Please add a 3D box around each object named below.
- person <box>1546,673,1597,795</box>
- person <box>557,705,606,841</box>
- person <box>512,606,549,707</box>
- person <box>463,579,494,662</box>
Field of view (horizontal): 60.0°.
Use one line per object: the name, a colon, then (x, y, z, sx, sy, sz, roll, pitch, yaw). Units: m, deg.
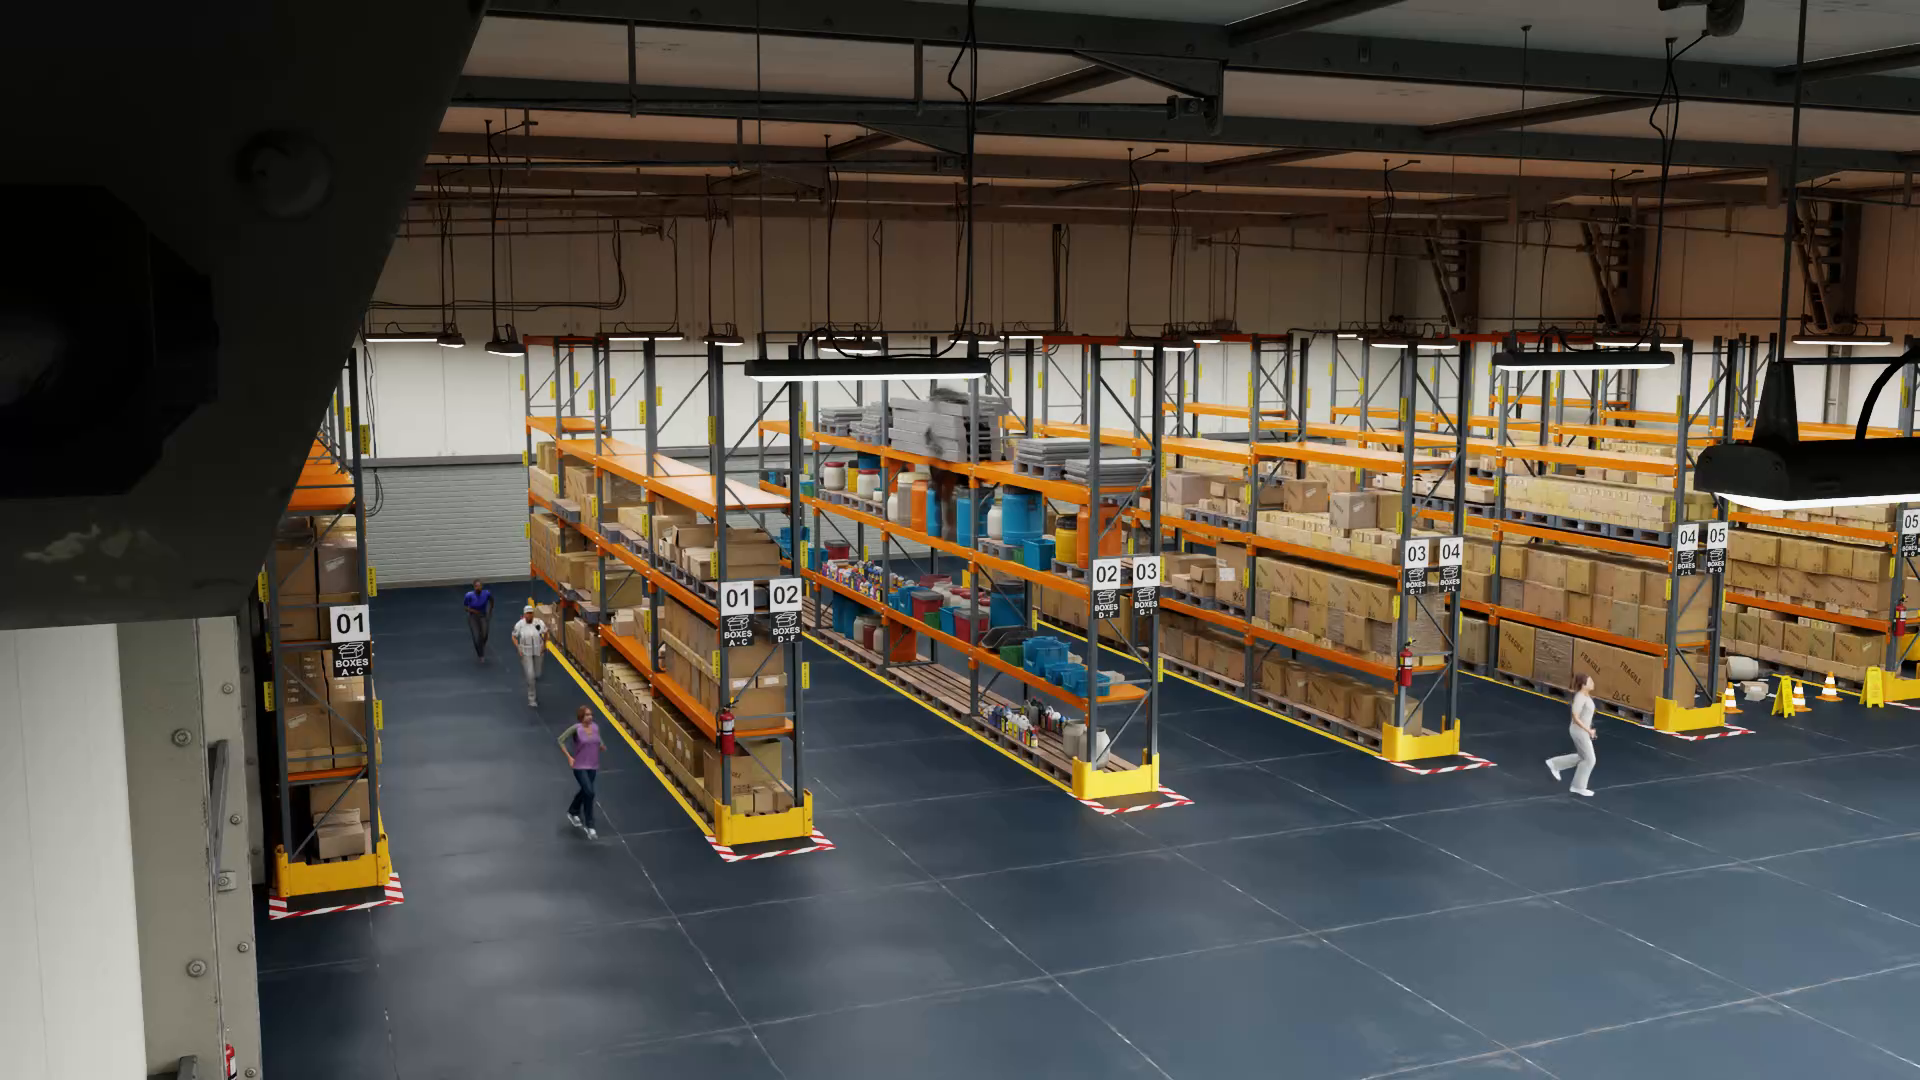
person: (8.193, 2.626, 22.257, 0.636, 1.564, 0.575, 3, 8, 23)
person: (-4.616, 2.833, 20.444, 0.736, 1.647, 0.522, 6, 10, 38)
person: (-7.086, 1.893, 27.467, 0.602, 1.667, 0.708, -3, 8, -23)
person: (-8.856, 1.493, 30.665, 0.562, 1.581, 0.656, -3, 8, -19)
